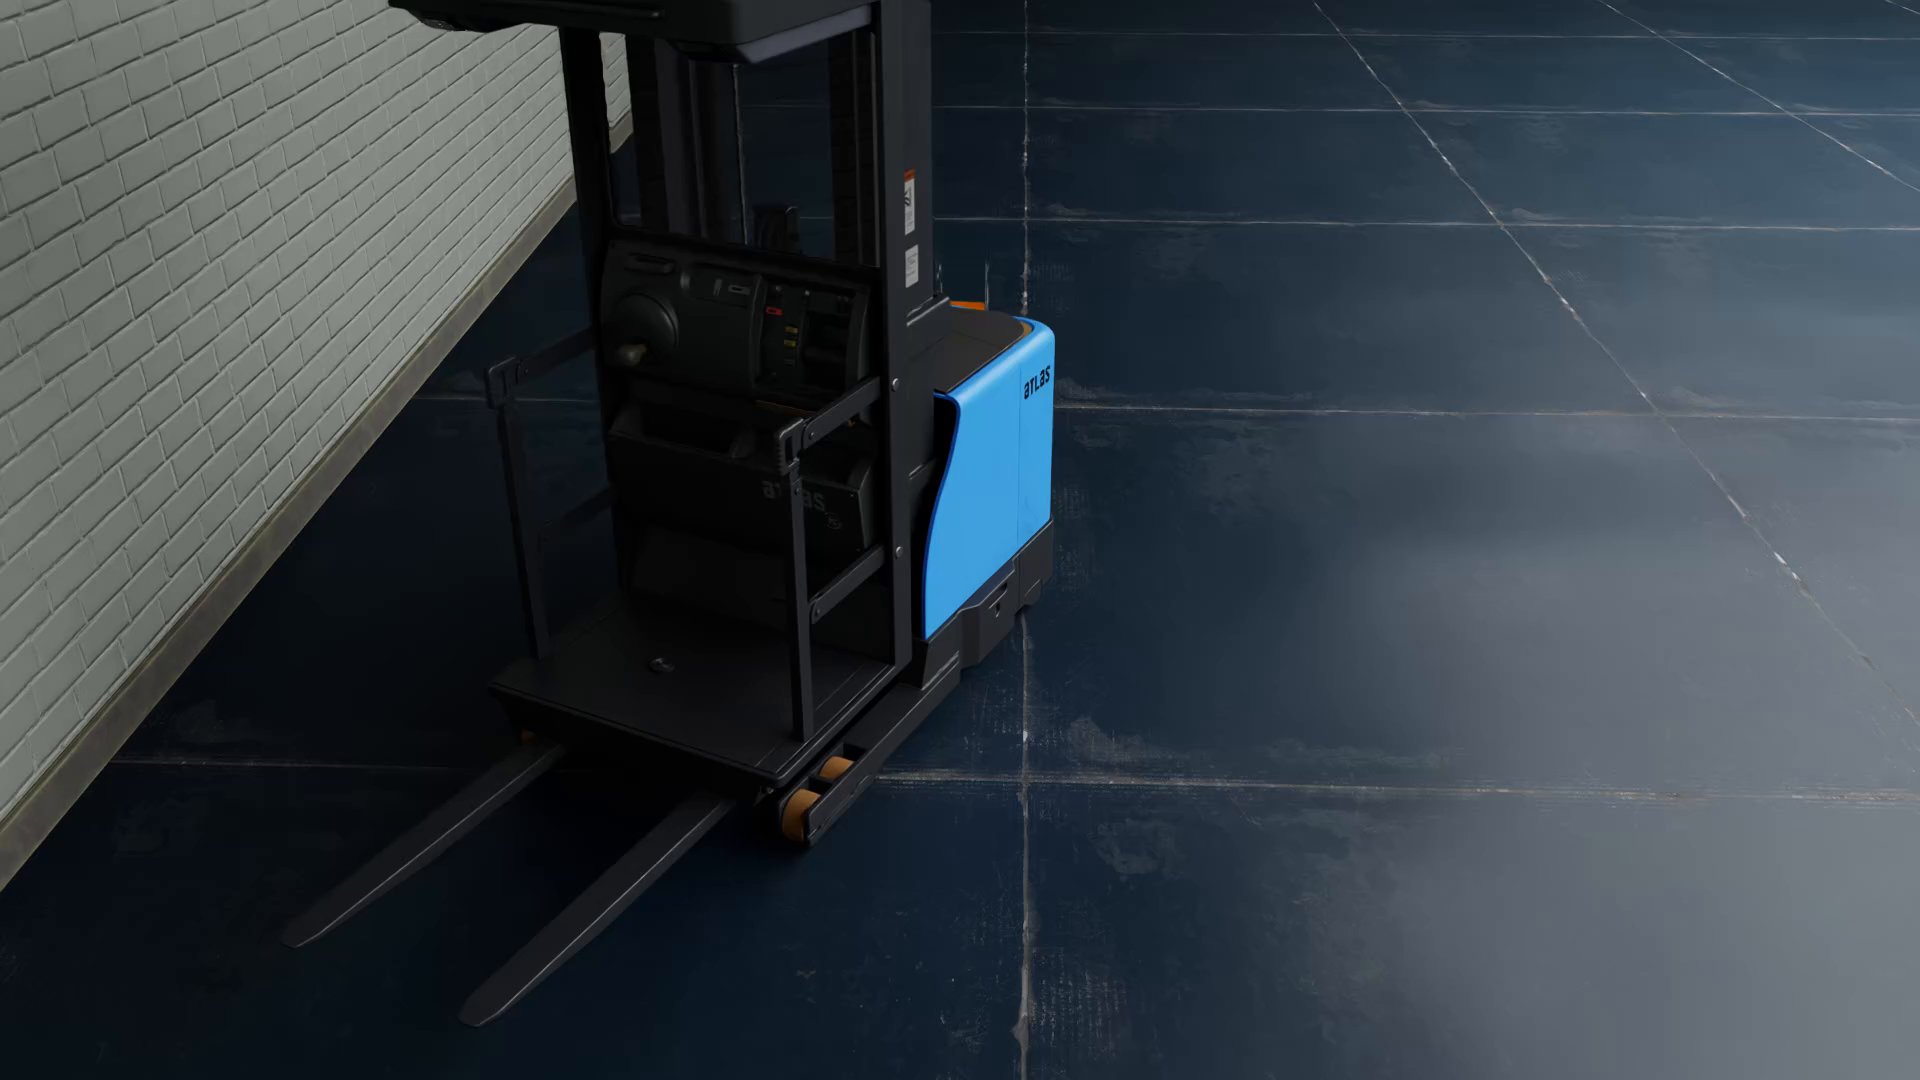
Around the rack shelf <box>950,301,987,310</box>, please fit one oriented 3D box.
[{"bbox_3d":[0.010,-0.828,6.357,0.180,0.103,0.258,2,28,3],"label":"rack shelf"}]

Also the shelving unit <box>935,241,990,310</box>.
[{"bbox_3d":[0.010,-0.549,6.505,0.189,1.200,0.258,2,28,3],"label":"shelving unit"}]

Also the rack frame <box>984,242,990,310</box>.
[{"bbox_3d":[0.102,-0.546,6.499,0.006,1.200,0.240,2,28,3],"label":"rack frame"}]

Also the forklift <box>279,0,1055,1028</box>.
[{"bbox_3d":[-0.775,-0.614,4.779,1.130,2.935,3.031,14,31,24],"label":"forklift"}]

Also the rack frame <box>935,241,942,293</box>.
[{"bbox_3d":[-0.081,-0.552,6.510,0.006,1.200,0.240,2,28,3],"label":"rack frame"}]
